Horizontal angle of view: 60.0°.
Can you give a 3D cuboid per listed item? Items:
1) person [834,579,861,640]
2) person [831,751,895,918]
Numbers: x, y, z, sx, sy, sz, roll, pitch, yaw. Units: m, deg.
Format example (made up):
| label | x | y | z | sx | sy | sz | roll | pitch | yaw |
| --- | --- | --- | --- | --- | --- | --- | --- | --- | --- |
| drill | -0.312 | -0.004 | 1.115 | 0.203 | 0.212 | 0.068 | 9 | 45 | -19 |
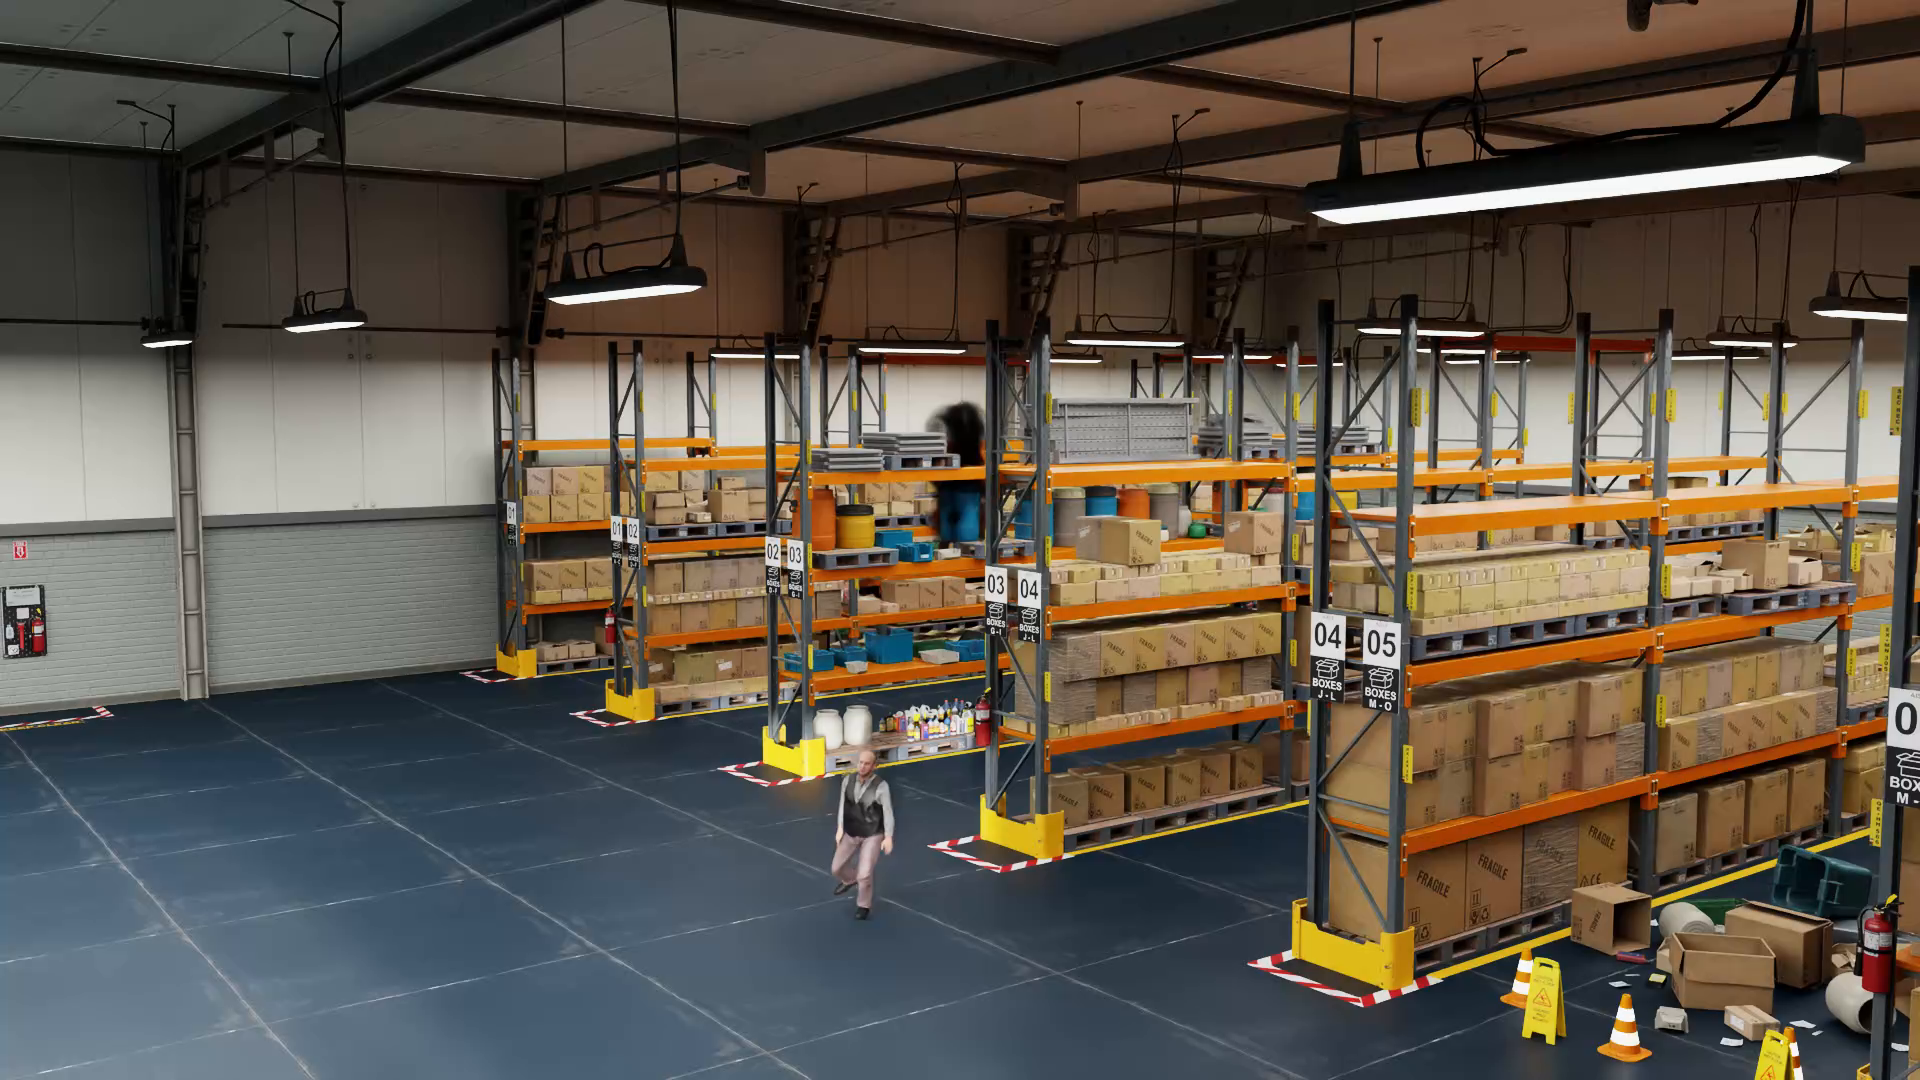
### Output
| label | x | y | z | sx | sy | sz | roll | pitch | yaw |
| --- | --- | --- | --- | --- | --- | --- | --- | --- | --- |
| person | -2.268 | 1.438 | 32.660 | 0.659 | 1.727 | 0.643 | 5 | 7 | 45 |
| person | -0.990 | 2.877 | 16.512 | 0.807 | 1.657 | 0.582 | 2 | 6 | 25 |
